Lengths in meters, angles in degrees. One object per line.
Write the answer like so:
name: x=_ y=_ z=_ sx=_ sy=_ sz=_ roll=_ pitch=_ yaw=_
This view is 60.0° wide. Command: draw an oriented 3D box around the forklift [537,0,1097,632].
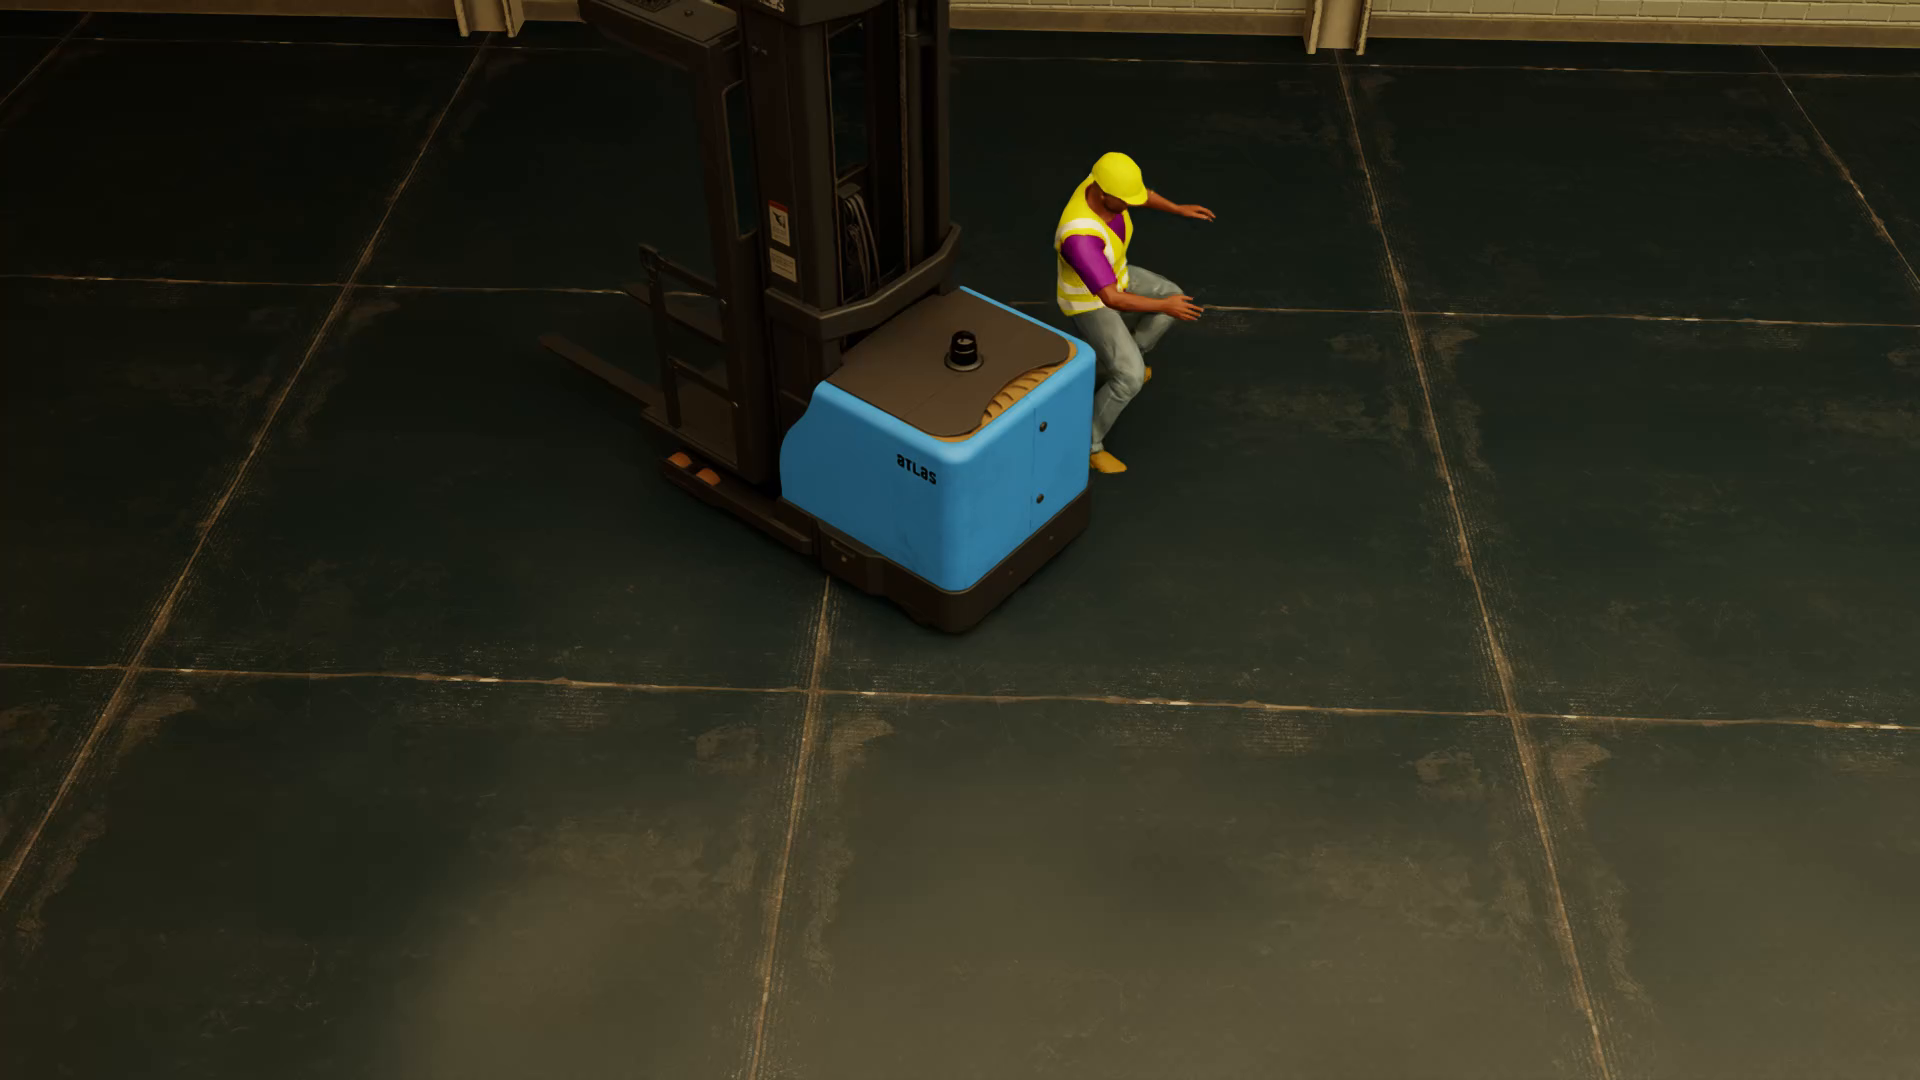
forklift: x=-0.847 y=-1.511 z=7.398 sx=3.031 sy=2.935 sz=1.130 roll=29 pitch=50 yaw=28

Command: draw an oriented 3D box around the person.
person: x=0.869 y=-1.203 z=8.111 sx=0.796 sy=1.569 sz=0.971 roll=17 pitch=45 yaw=17
